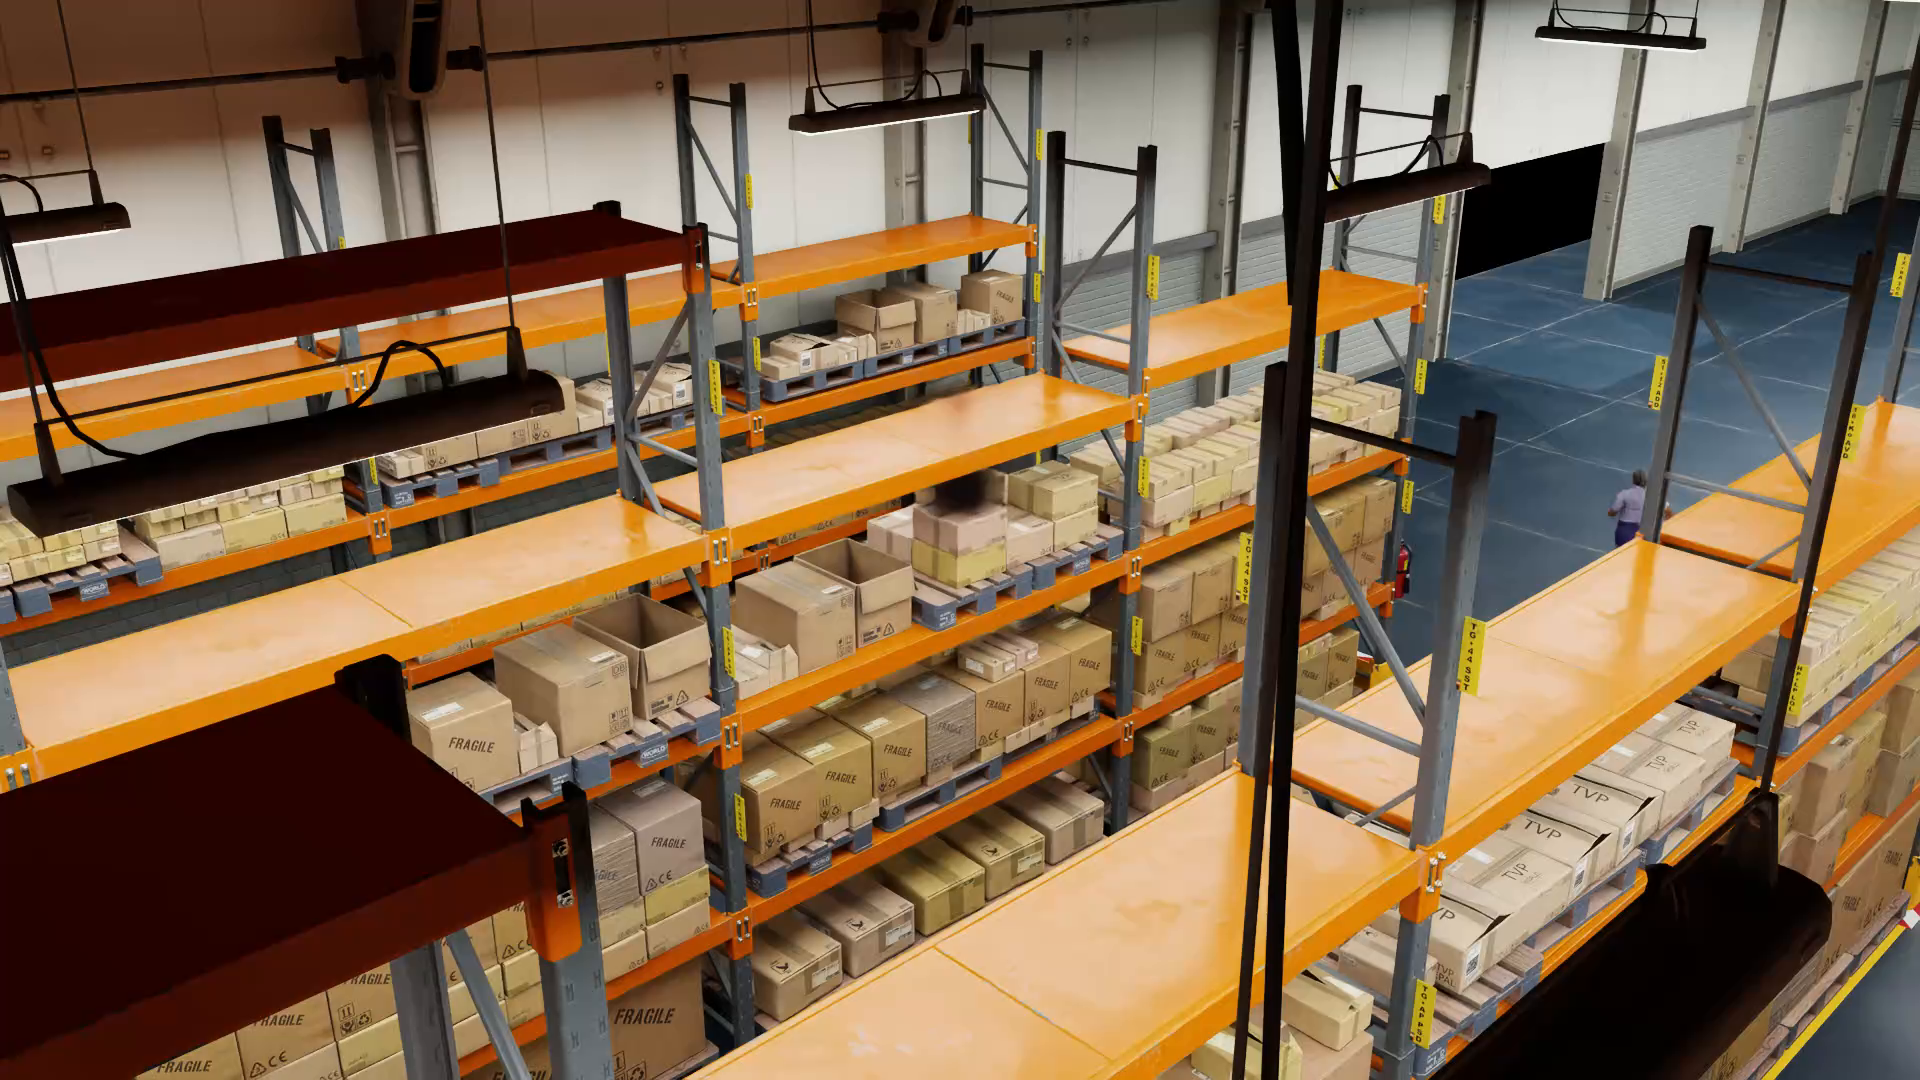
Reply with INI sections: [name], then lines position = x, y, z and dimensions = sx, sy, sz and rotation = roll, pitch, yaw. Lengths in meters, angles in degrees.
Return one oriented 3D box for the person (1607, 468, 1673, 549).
[person]
position = 7.576, 0.018, 18.677
dimensions = 0.636, 1.689, 0.885
rotation = 2, 23, 5
